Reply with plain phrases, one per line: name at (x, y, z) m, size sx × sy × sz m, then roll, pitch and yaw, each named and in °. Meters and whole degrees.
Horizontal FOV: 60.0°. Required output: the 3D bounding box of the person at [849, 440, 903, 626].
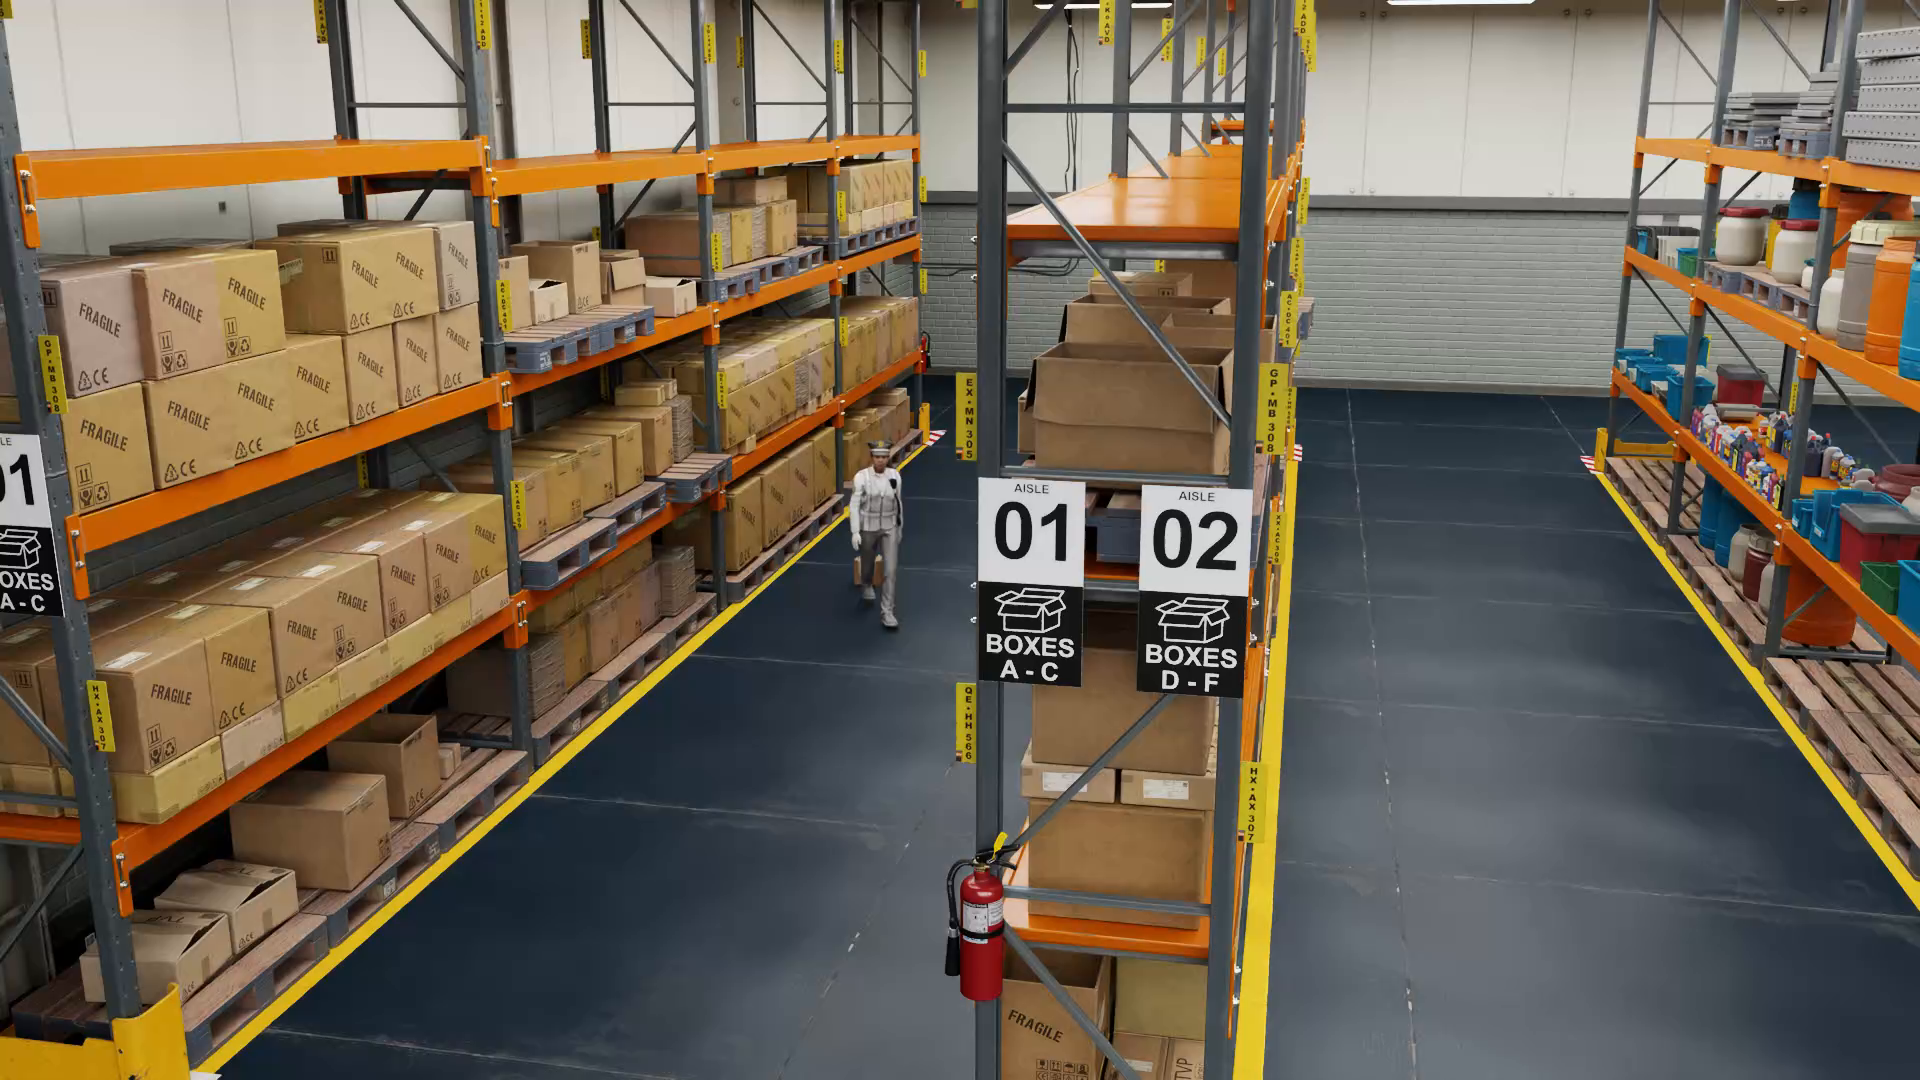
person at (-0.752, -0.119, 14.909) m, size 0.503 × 1.640 × 0.960 m, roll -3°, pitch 15°, yaw -11°
